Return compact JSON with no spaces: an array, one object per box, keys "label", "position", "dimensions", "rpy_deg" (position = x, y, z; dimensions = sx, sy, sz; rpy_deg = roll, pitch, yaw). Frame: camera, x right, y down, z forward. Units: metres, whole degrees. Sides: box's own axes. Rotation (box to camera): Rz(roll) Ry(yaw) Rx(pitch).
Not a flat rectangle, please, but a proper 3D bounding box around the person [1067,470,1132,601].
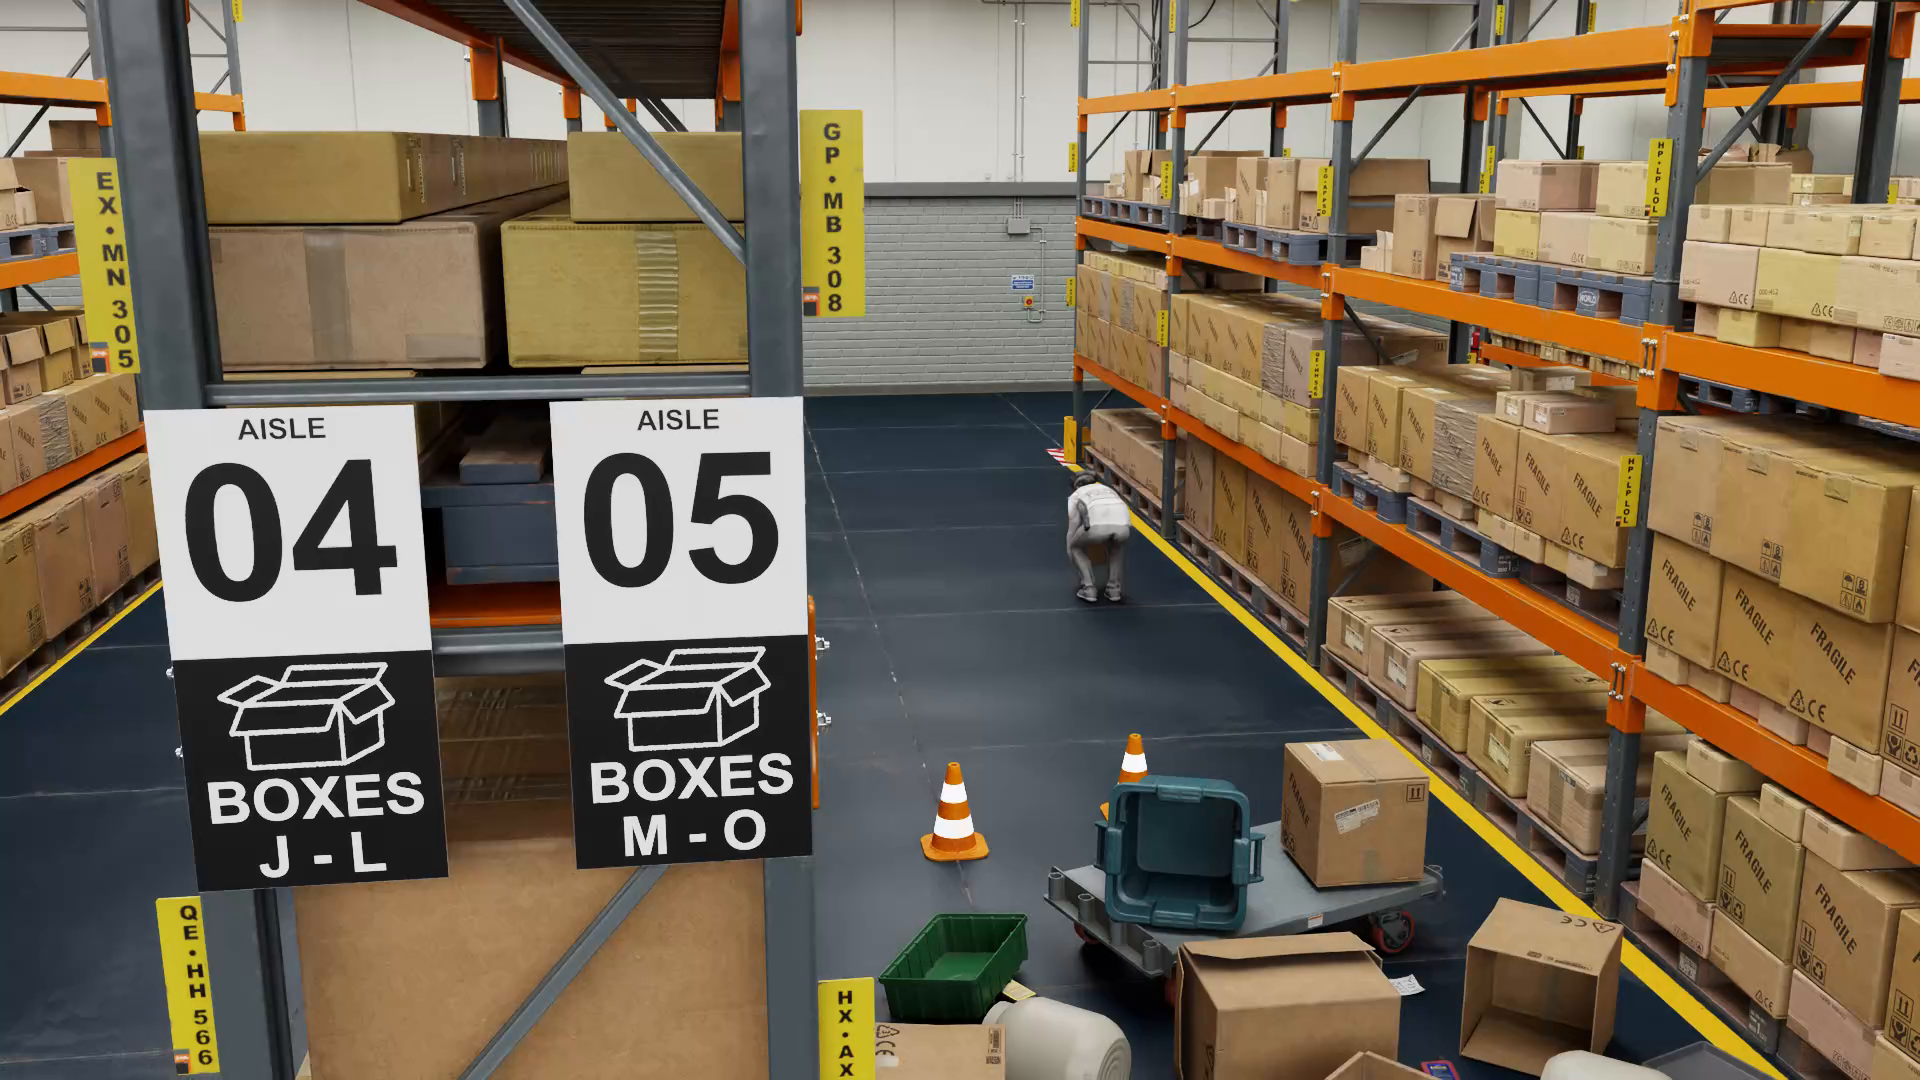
[{"label":"person","position":[1.118,-0.028,13.572],"dimensions":[0.448,0.995,0.911],"rpy_deg":[-3,14,-11]}]
